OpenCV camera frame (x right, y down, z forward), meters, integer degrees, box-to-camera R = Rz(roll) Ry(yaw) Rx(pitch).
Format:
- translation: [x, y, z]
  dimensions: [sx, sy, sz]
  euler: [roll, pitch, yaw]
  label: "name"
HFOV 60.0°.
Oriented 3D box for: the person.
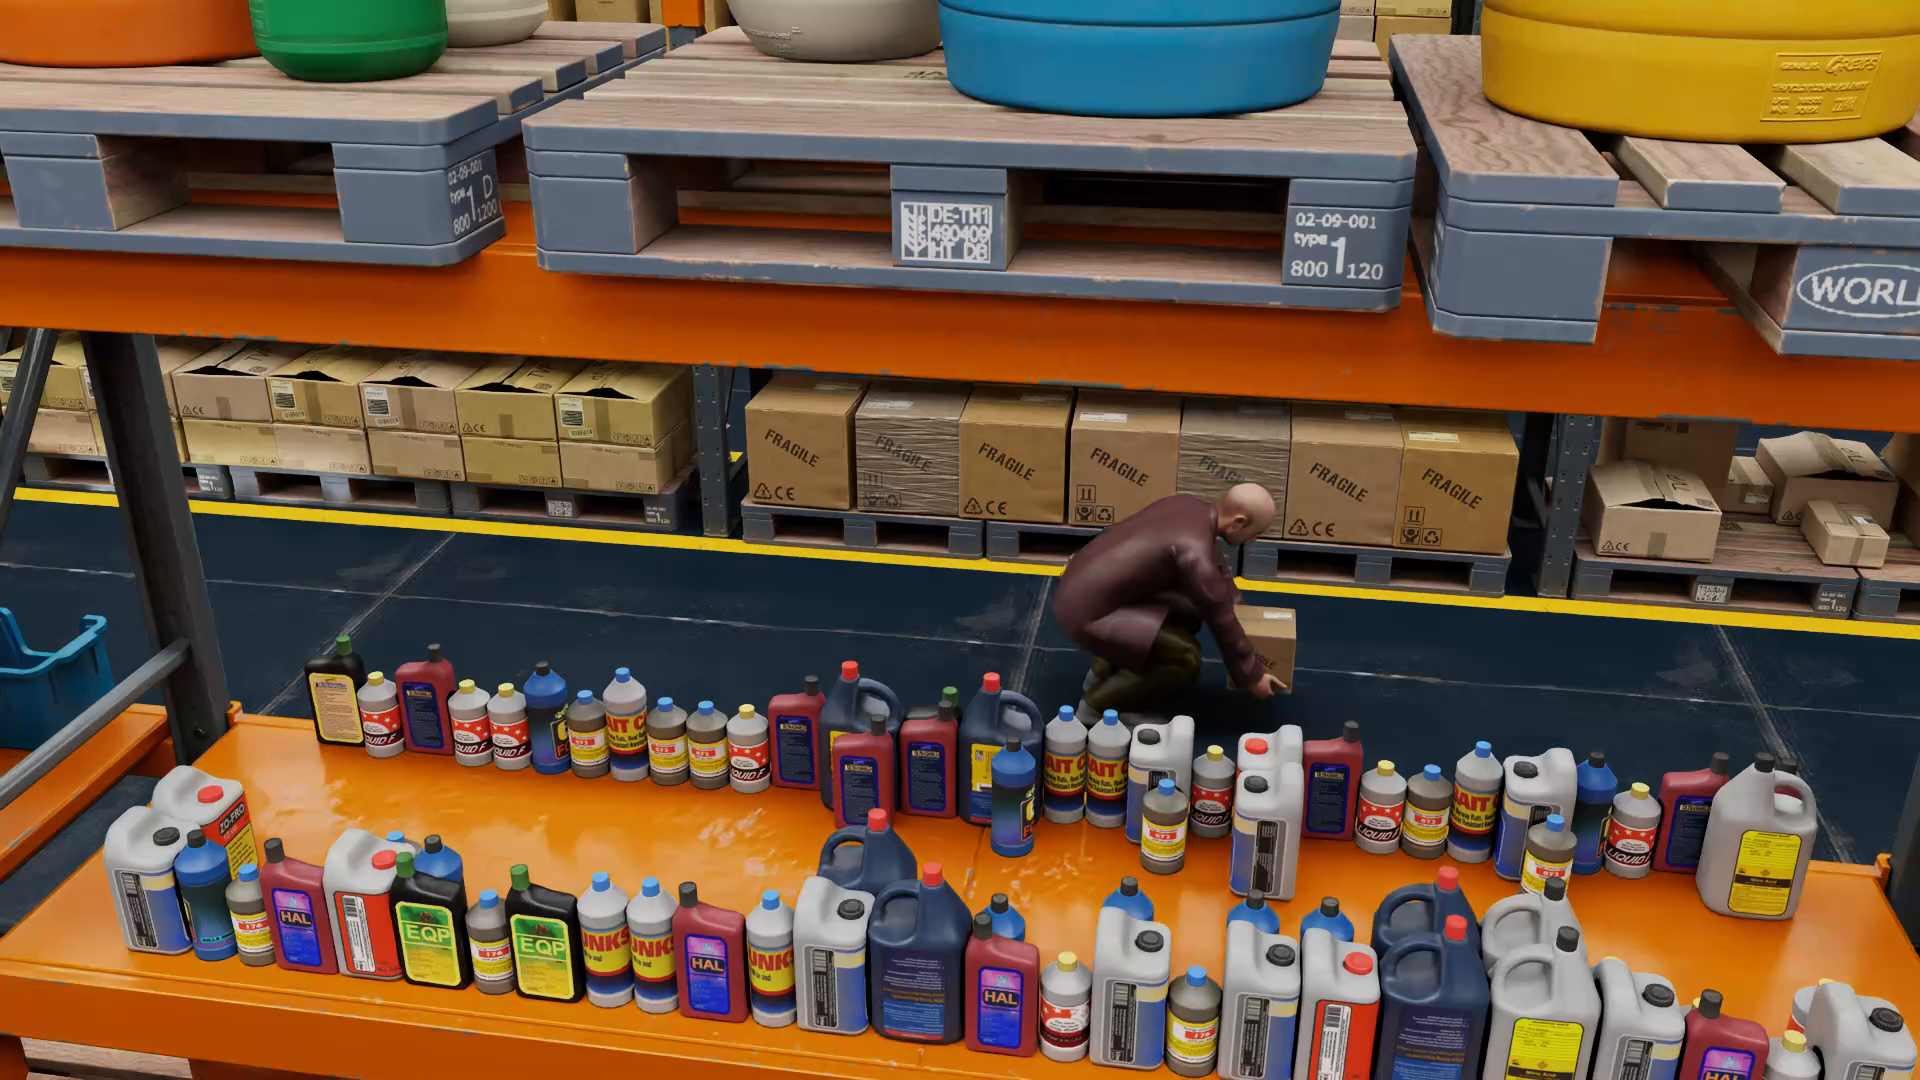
- translation: [0.830, 0.249, 6.525]
  dimensions: [0.936, 0.996, 0.577]
  euler: [3, 25, 7]
  label: "person"
